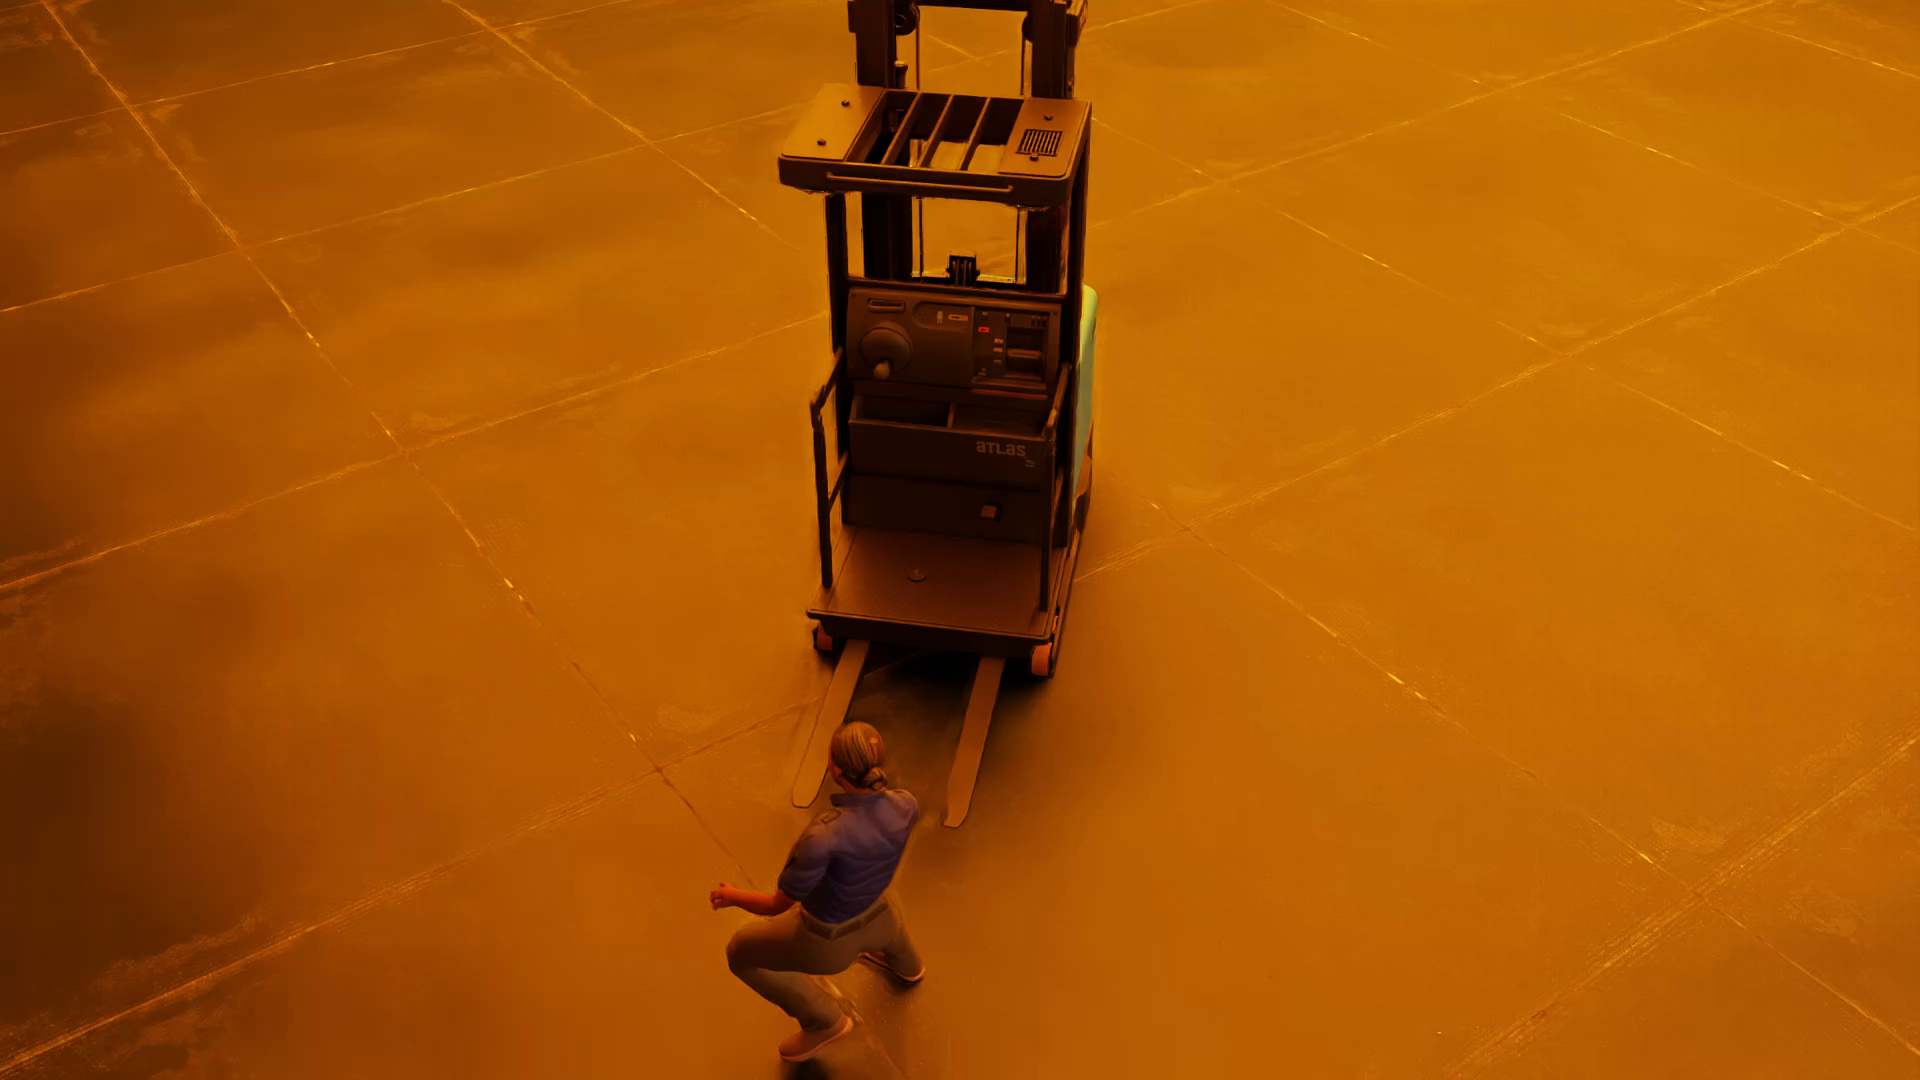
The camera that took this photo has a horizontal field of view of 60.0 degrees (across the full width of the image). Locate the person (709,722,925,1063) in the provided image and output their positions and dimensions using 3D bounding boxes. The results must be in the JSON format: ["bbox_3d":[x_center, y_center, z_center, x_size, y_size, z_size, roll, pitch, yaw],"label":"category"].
[{"bbox_3d":[-0.452,1.145,5.603,0.780,1.492,0.640,-28,45,-32],"label":"person"}]

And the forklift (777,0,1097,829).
[{"bbox_3d":[-0.067,-0.793,7.017,1.130,2.935,3.031,6,37,8],"label":"forklift"}]
